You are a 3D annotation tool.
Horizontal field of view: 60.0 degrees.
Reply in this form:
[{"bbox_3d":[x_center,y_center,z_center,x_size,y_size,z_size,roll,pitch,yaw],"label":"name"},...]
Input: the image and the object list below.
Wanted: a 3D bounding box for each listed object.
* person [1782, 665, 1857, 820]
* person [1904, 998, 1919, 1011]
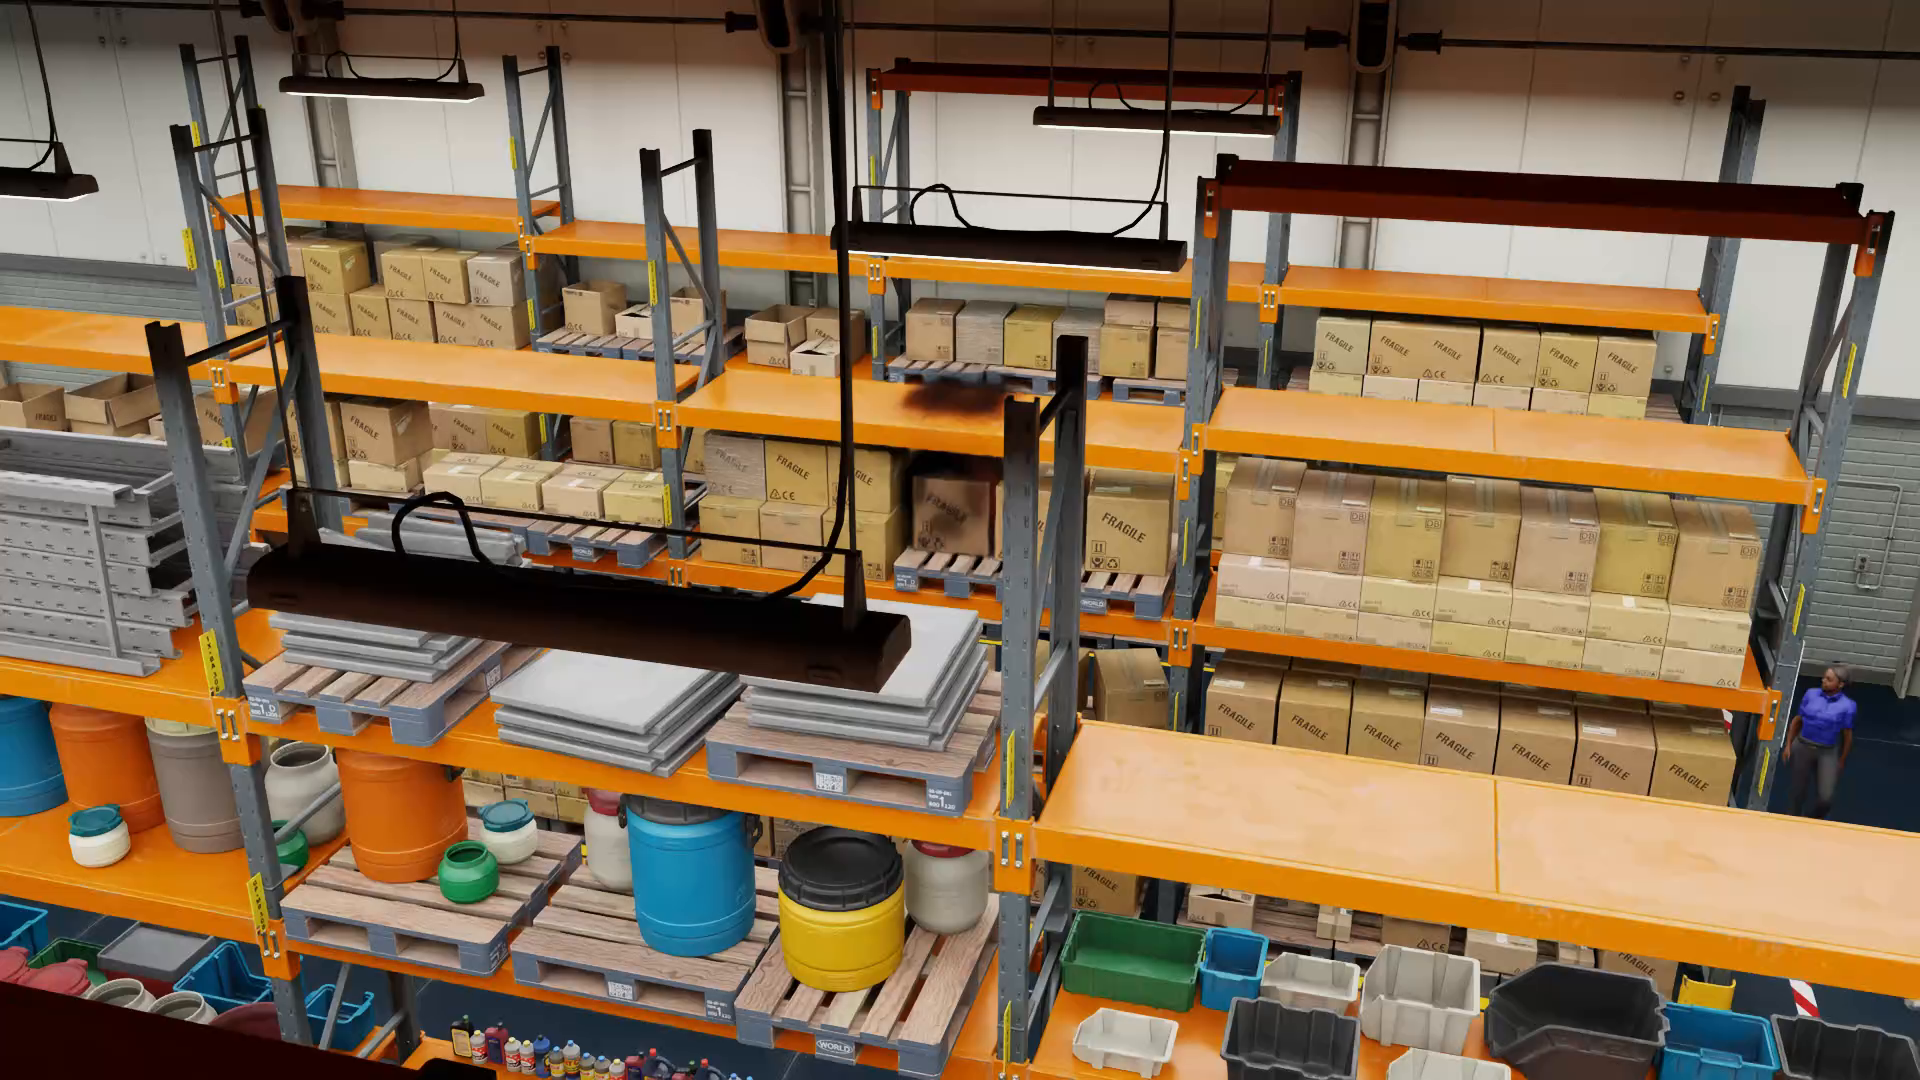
[{"bbox_3d":[7.289,1.882,14.200,0.495,1.595,0.497,9,24,21],"label":"person"},{"bbox_3d":[6.904,2.898,11.466,0.743,1.759,0.571,-14,26,-31],"label":"person"}]
